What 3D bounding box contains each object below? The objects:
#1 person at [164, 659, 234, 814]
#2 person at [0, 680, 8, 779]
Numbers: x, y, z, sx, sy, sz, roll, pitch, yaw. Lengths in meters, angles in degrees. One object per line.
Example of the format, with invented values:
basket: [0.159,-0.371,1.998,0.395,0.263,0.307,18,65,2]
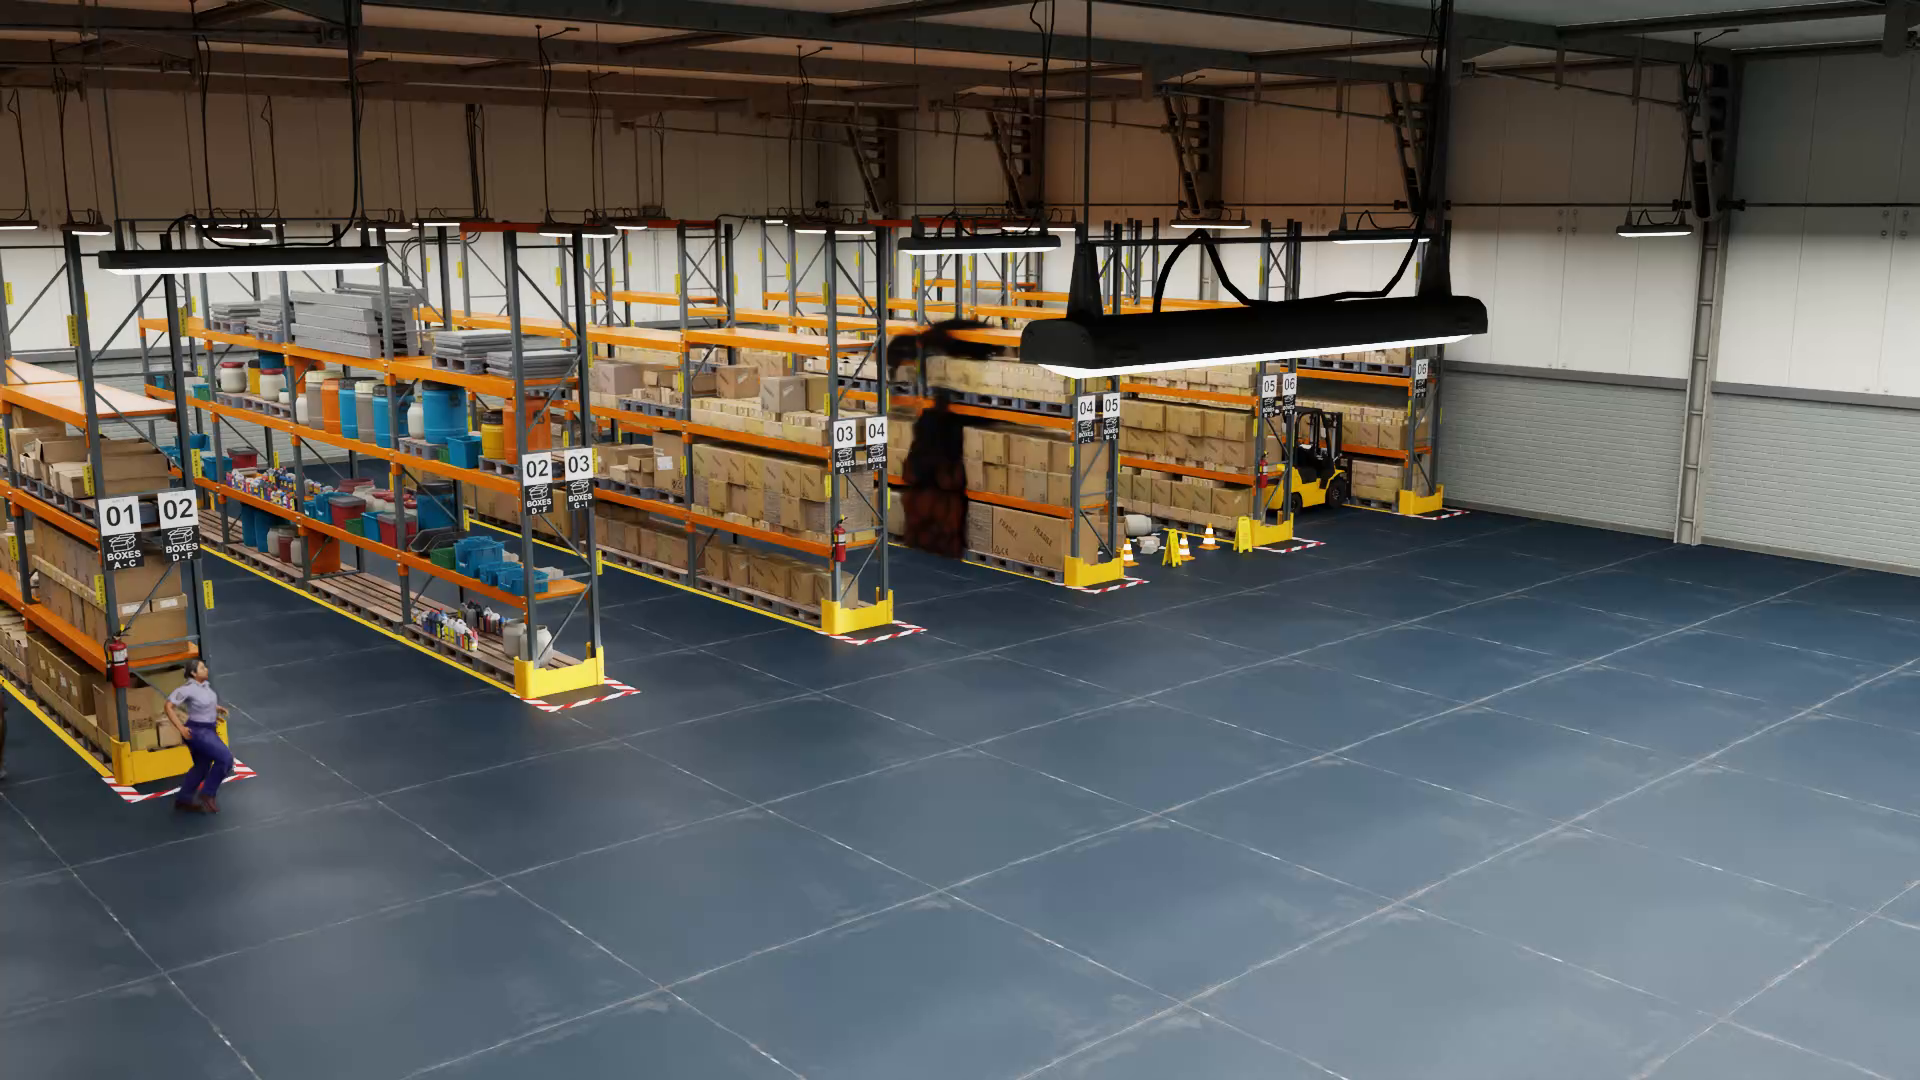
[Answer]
person: [-8.024,2.054,17.592,0.648,1.605,0.605,-3,12,-14]
person: [-10.952,1.829,18.562,0.776,1.740,0.685,9,15,39]
